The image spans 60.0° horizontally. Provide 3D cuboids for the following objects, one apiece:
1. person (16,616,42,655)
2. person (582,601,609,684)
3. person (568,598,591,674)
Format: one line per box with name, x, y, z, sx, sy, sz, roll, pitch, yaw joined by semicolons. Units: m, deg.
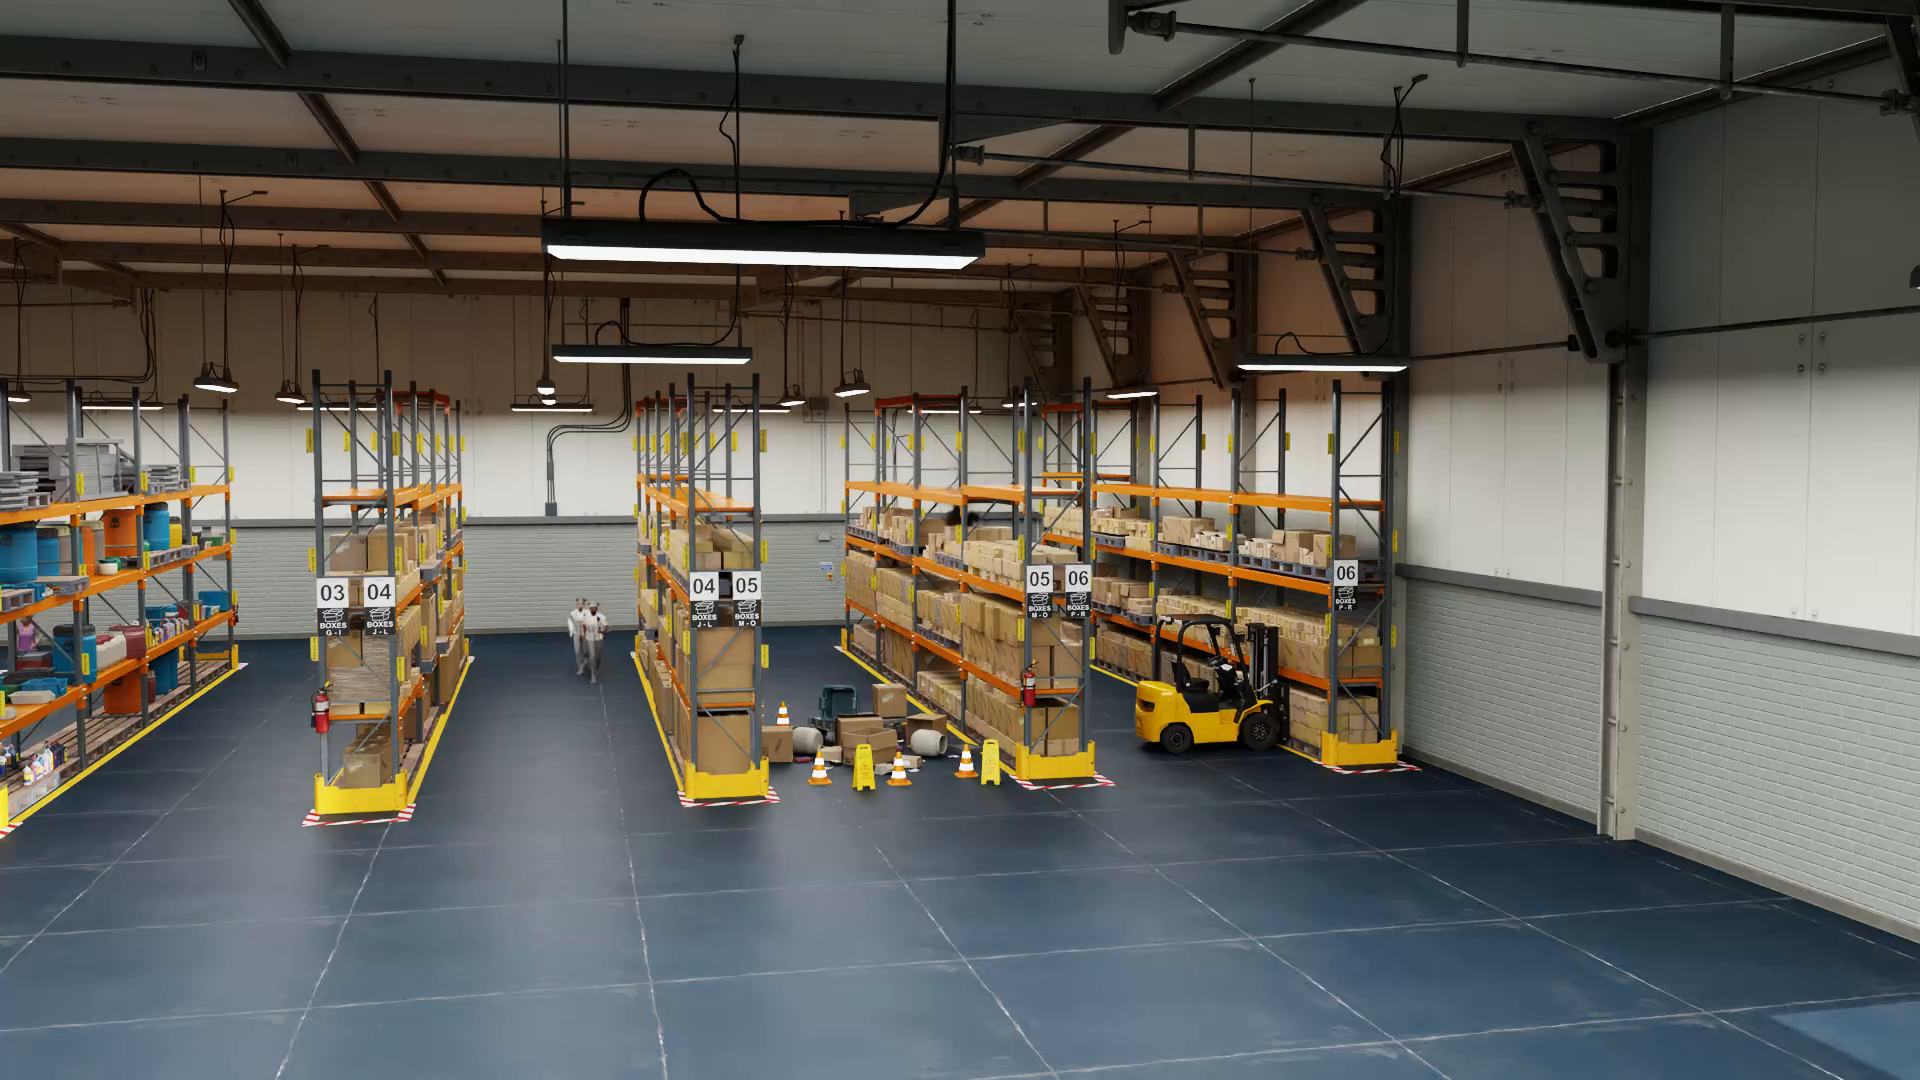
person;-18.940;2.273;33.750;0.563;1.580;0.742;-1;4;-23
person;-7.702;2.133;35.151;0.570;1.712;0.855;-1;3;-11
person;-8.303;2.083;36.490;0.604;1.655;0.774;0;3;-6
